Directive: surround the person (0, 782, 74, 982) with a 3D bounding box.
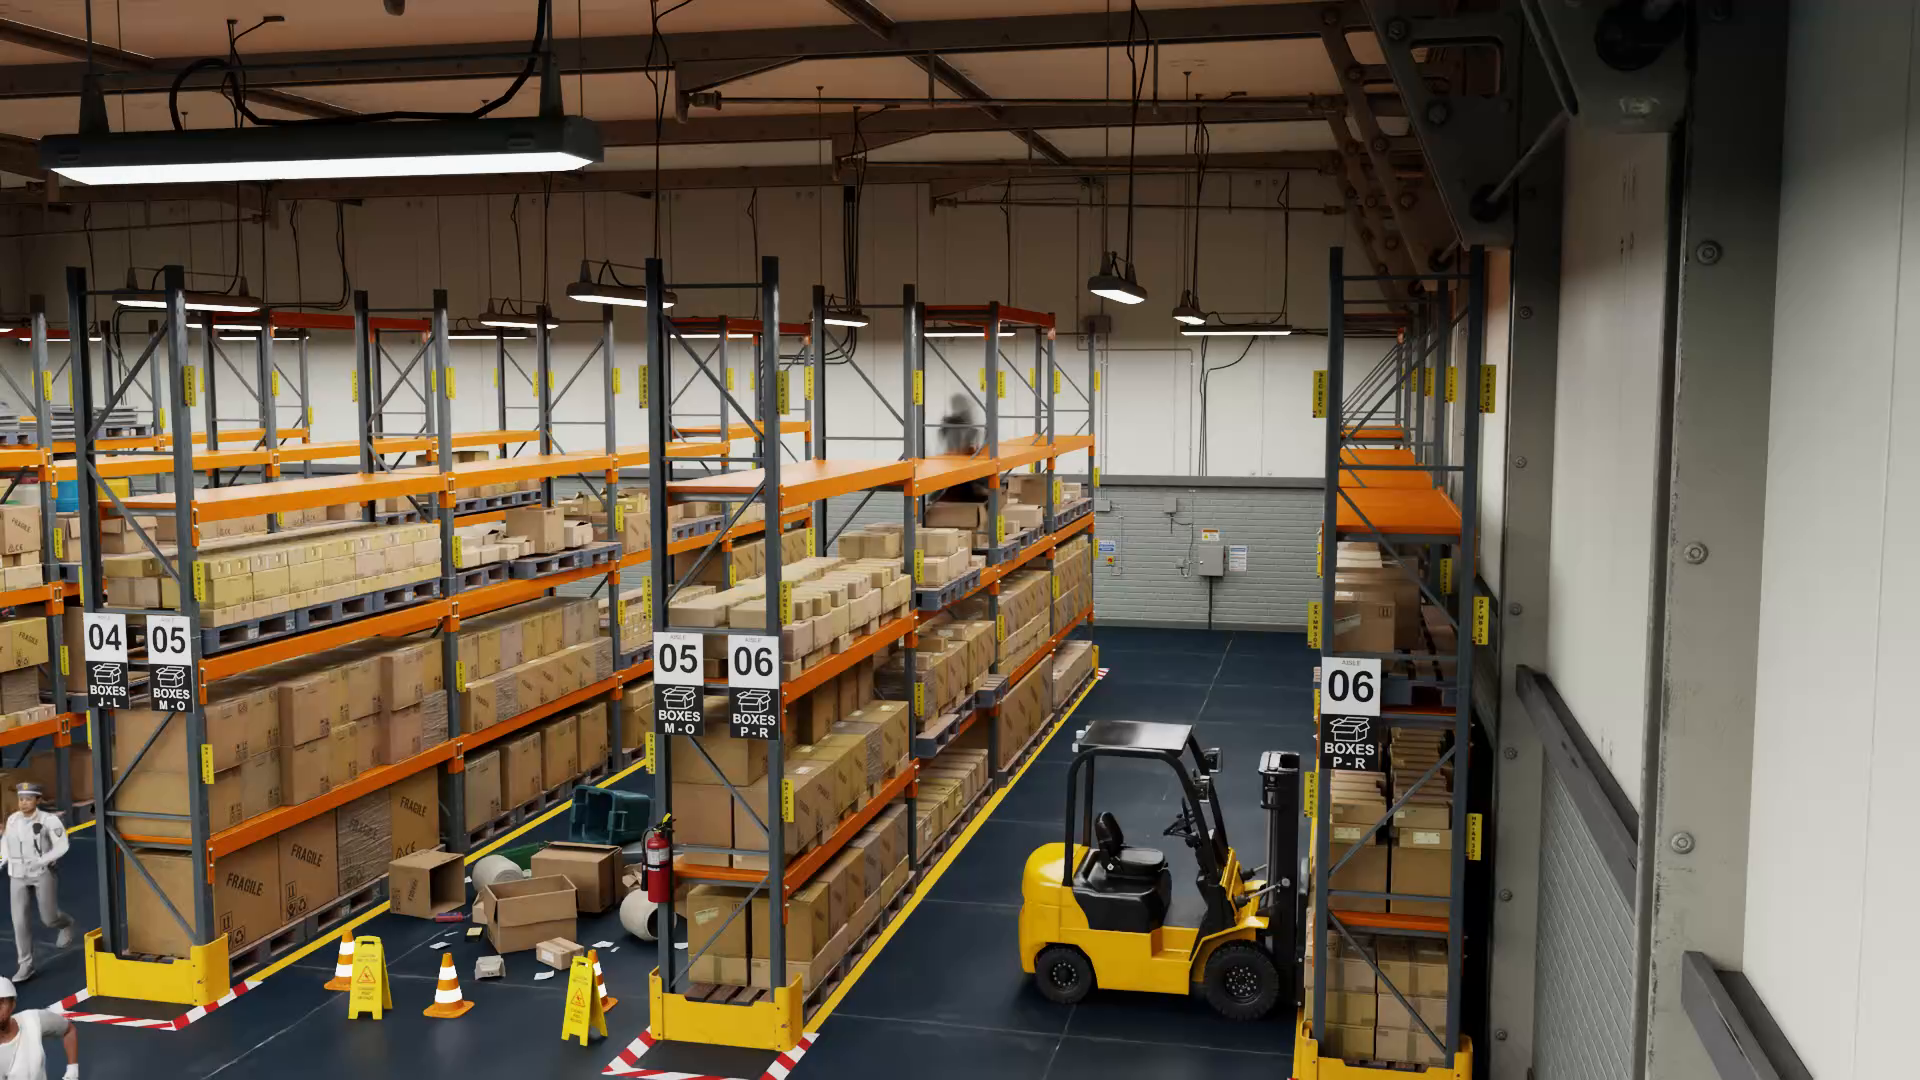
[{"bbox_3d":[-7.975,2.882,14.317,0.639,1.667,0.800,0,6,-3],"label":"person"}]

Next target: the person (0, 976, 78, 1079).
[{"bbox_3d":[-5.379,3.331,9.434,0.694,1.824,0.916,-3,6,-26],"label":"person"}]
